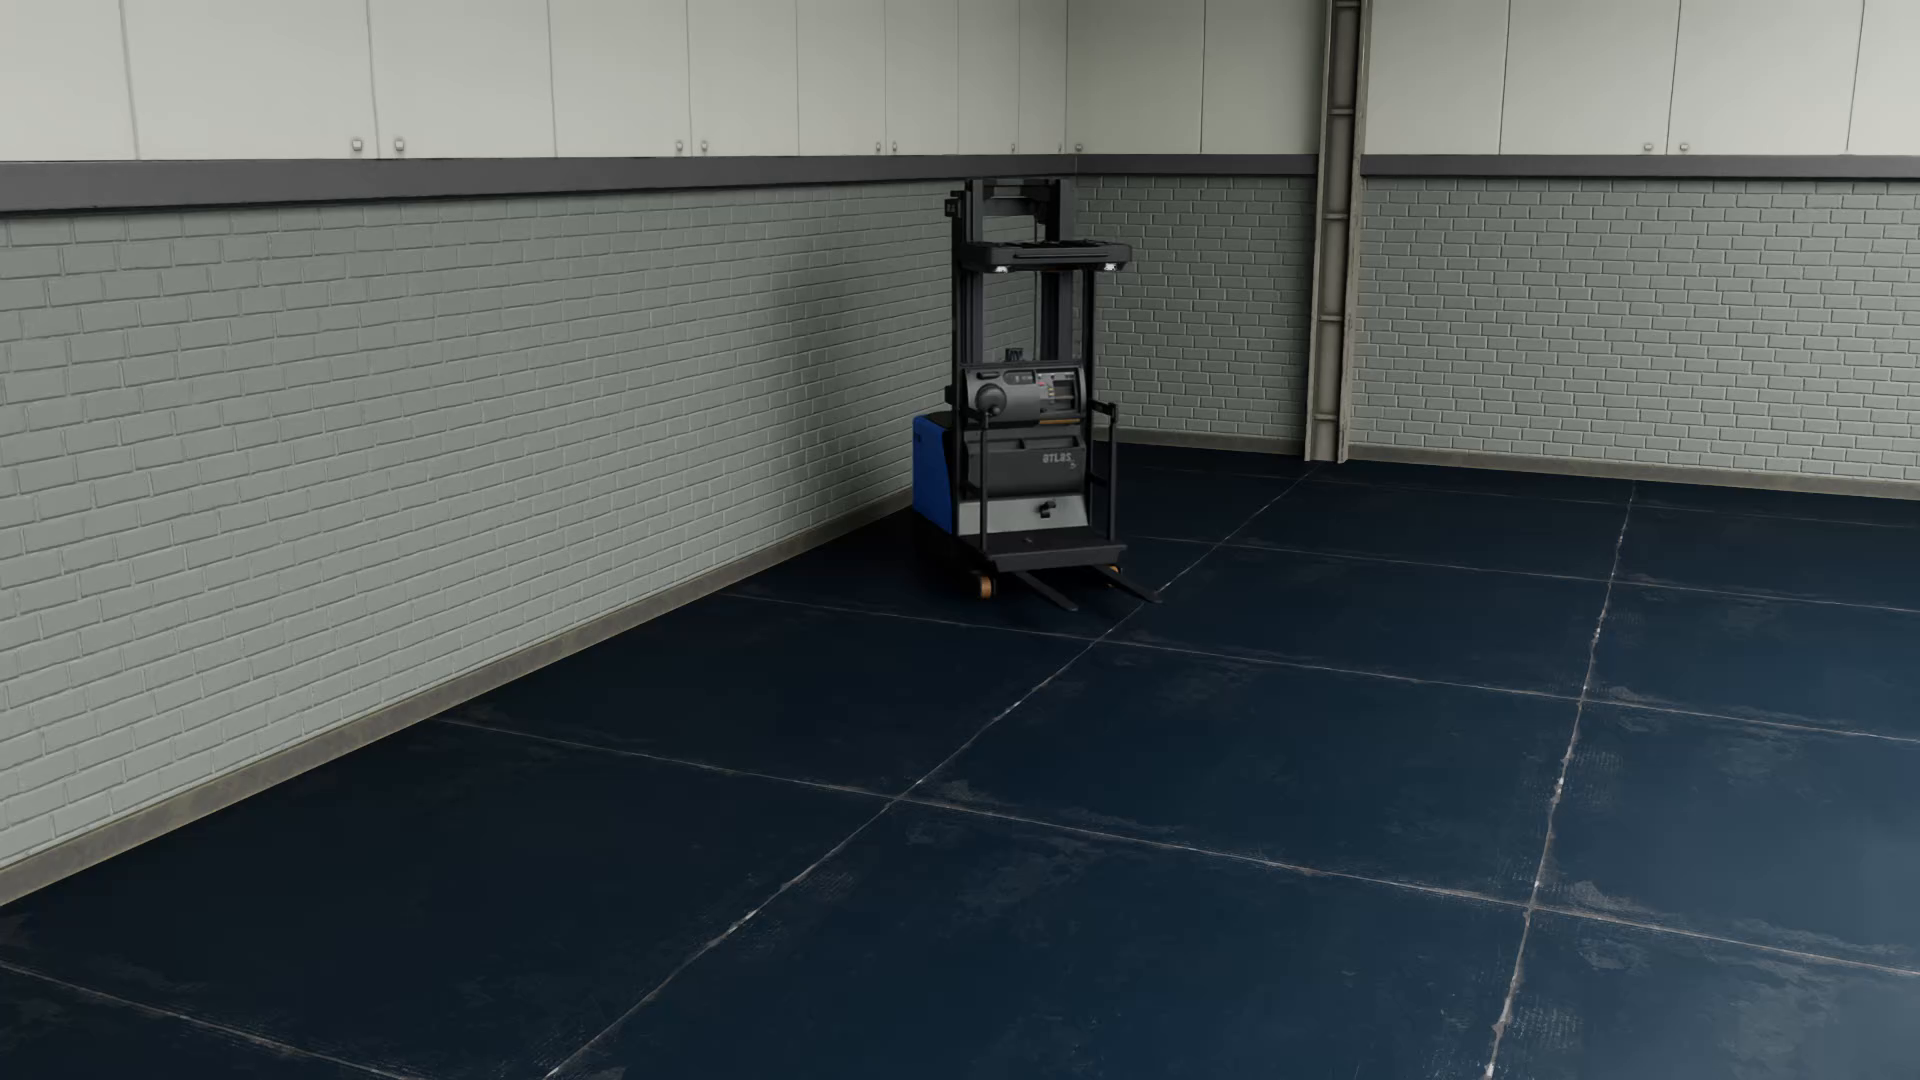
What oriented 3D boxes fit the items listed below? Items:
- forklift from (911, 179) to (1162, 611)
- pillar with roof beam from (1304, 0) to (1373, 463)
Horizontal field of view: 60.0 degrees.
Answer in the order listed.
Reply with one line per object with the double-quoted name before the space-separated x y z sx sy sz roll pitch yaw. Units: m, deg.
"forklift" 0.552 -1.106 12.051 1.130 2.935 3.031 -4 14 -18
"pillar with roof beam" 2.073 -4.322 12.475 0.400 9.000 9.100 6 14 23
